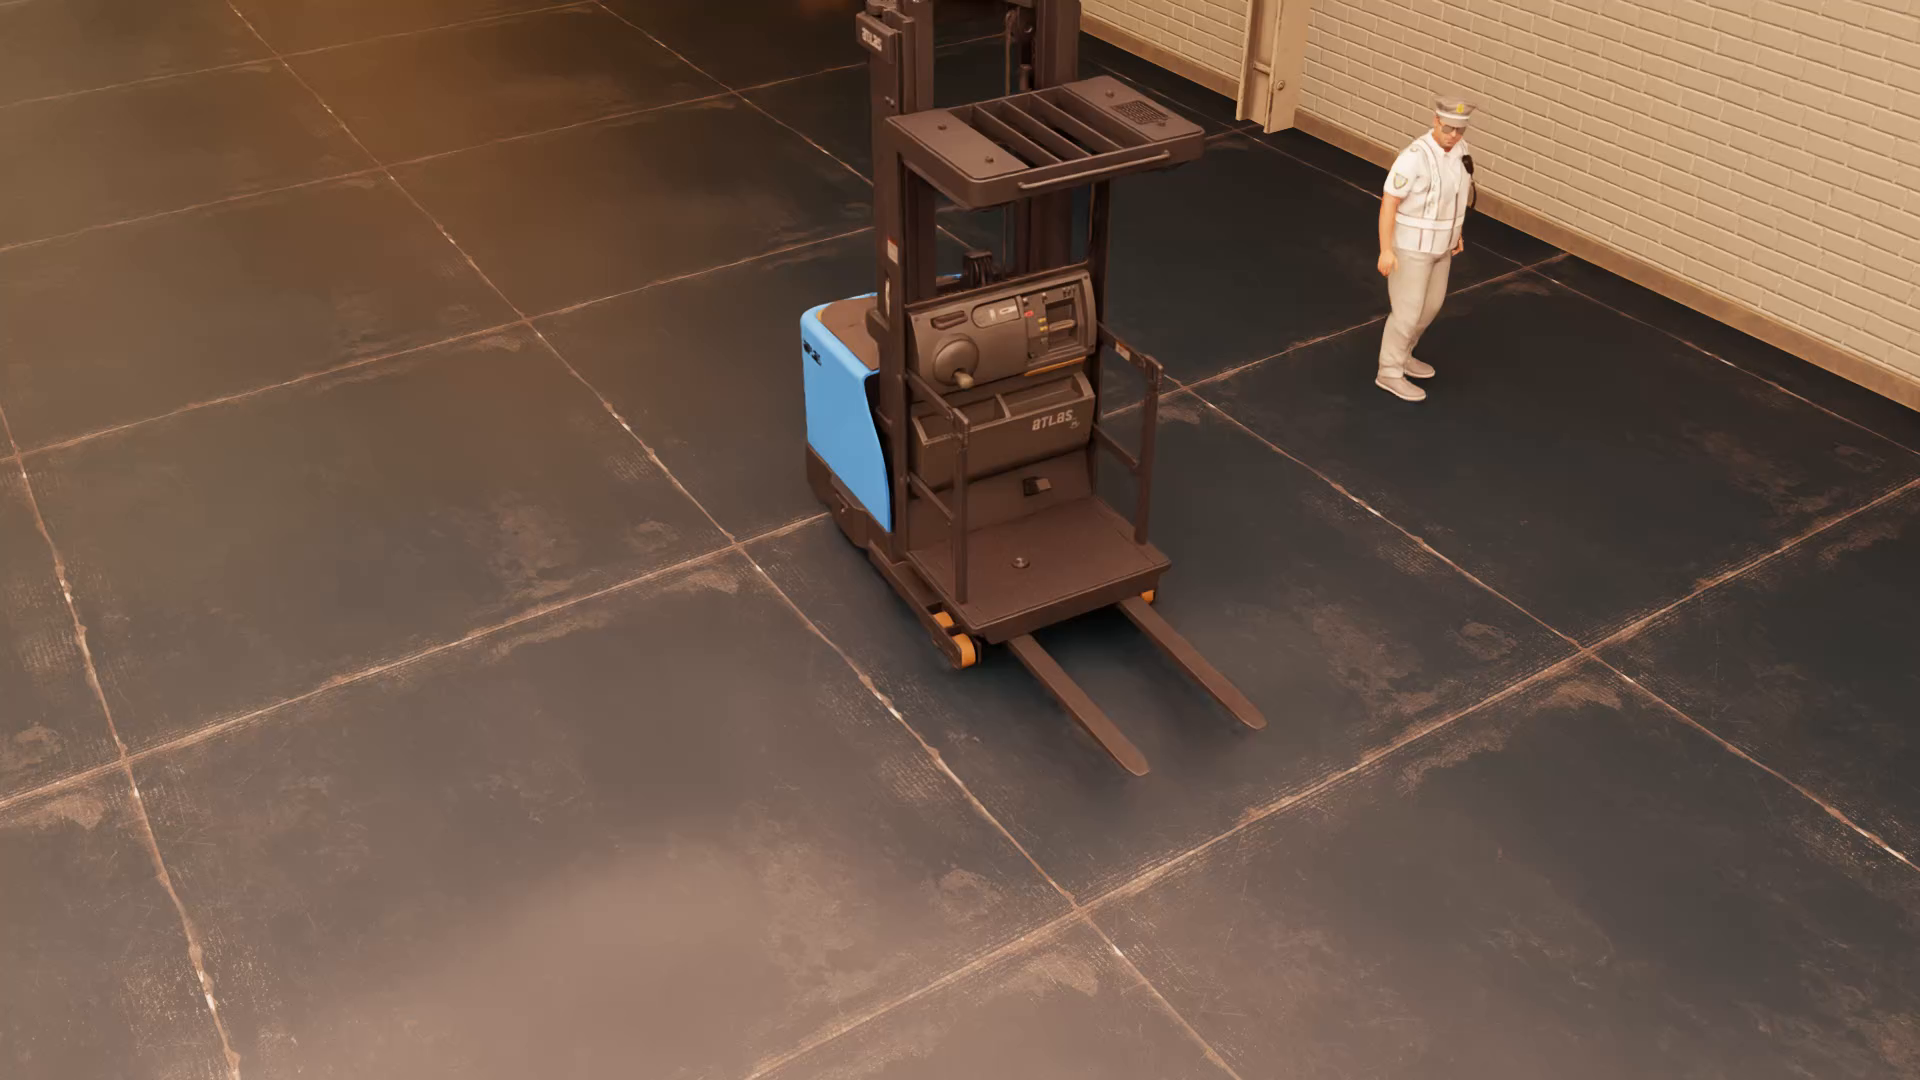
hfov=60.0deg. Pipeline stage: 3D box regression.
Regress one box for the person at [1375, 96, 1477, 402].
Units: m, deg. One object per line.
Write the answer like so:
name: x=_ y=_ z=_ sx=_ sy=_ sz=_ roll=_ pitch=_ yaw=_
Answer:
person: x=2.696 y=-1.693 z=9.583 sx=0.699 sy=1.752 sz=0.478 roll=-28 pitch=44 yaw=-33

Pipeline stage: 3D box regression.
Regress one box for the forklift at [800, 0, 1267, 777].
forklift: x=0.311 y=-0.891 z=7.415 sx=1.130 sy=2.935 sz=3.031 roll=-17 pitch=39 yaw=-23
